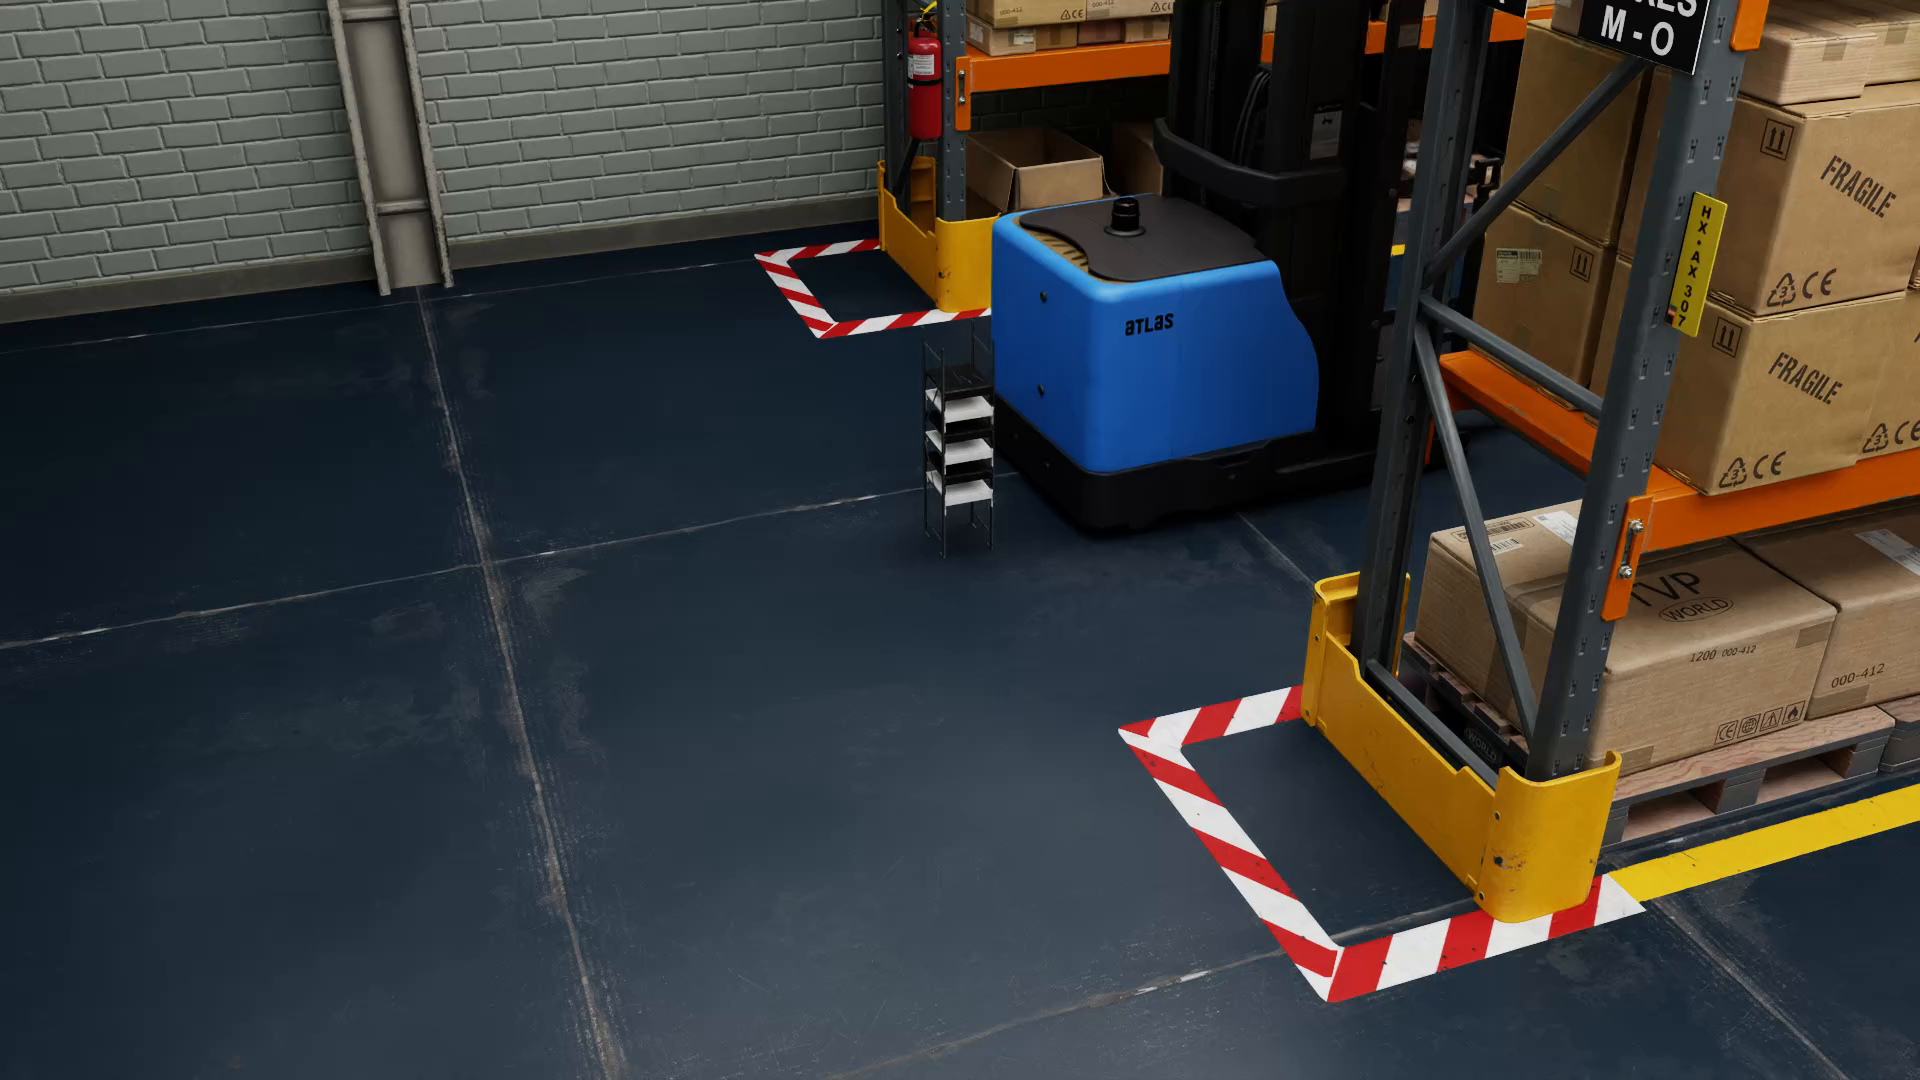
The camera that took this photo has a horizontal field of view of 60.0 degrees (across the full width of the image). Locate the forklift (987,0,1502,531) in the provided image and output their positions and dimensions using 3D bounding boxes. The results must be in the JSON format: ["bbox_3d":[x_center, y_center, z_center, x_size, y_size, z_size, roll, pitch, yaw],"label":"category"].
[{"bbox_3d":[1.681,-1.789,6.929,3.031,2.935,1.130,-13,32,-21],"label":"forklift"}]

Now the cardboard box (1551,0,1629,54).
[{"bbox_3d":[1.801,-1.405,4.420,0.250,0.149,0.380,-10,31,-17],"label":"cardboard box"}]

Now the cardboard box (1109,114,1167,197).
[{"bbox_3d":[1.221,-2.080,9.472,0.500,0.500,0.700,-9,31,-16],"label":"cardboard box"}]

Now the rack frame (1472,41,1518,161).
[{"bbox_3d":[3.549,-3.483,9.834,0.127,3.000,1.000,-10,31,-18],"label":"rack frame"}]

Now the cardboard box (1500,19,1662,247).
[{"bbox_3d":[1.903,-1.162,4.649,0.500,0.500,0.500,-9,31,-16],"label":"cardboard box"}]

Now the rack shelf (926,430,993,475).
[{"bbox_3d":[-0.008,-0.361,6.541,0.200,0.077,0.258,-10,31,-18],"label":"rack shelf"}]

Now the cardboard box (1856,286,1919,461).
[{"bbox_3d":[2.549,-0.584,4.644,0.500,0.500,0.500,-11,31,-18],"label":"cardboard box"}]

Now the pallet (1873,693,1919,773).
[{"bbox_3d":[3.398,0.338,5.944,1.213,0.211,1.003,-10,31,-18],"label":"pallet"}]

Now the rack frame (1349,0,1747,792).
[{"bbox_3d":[1.534,-0.491,4.581,0.127,3.000,1.000,-10,31,-18],"label":"rack frame"}]

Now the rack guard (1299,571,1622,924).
[{"bbox_3d":[1.512,0.600,5.192,0.348,0.500,1.175,-10,31,-18],"label":"rack guard"}]

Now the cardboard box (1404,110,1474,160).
[{"bbox_3d":[2.847,-2.493,10.388,0.500,0.311,0.500,-9,31,-16],"label":"cardboard box"}]

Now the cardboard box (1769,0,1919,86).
[{"bbox_3d":[2.185,-1.261,4.168,0.250,0.149,0.380,-10,31,-16],"label":"cardboard box"}]

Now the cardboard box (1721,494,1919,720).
[{"bbox_3d":[2.973,0.118,5.677,0.875,0.438,0.875,-10,31,-16],"label":"cardboard box"}]

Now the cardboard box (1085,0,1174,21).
[{"bbox_3d":[0.792,-2.897,8.656,0.500,0.250,0.500,-10,31,-17],"label":"cardboard box"}]

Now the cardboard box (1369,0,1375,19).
[{"bbox_3d":[2.101,-3.008,9.254,0.250,0.149,0.380,-10,31,-17],"label":"cardboard box"}]

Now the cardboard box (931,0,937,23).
[{"bbox_3d":[0.017,-2.865,9.003,0.250,0.149,0.380,-11,31,-18],"label":"cardboard box"}]

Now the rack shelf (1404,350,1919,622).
[{"bbox_3d":[3.409,-0.523,5.365,4.000,0.370,1.077,-10,31,-18],"label":"rack shelf"}]

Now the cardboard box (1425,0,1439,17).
[{"bbox_3d":[2.611,-3.058,9.341,0.250,0.149,0.380,-10,31,-16],"label":"cardboard box"}]

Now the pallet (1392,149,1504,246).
[{"bbox_3d":[2.905,-2.154,10.317,1.213,0.211,1.003,-10,31,-18],"label":"pallet"}]

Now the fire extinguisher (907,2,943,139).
[{"bbox_3d":[-0.177,-2.357,8.312,0.183,0.674,0.296,-10,31,-18],"label":"fire extinguisher"}]

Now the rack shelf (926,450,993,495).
[{"bbox_3d":[-0.008,-0.282,6.586,0.200,0.077,0.258,-10,31,-18],"label":"rack shelf"}]

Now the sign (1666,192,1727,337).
[{"bbox_3d":[1.722,-0.643,3.893,0.005,0.325,0.100,-10,31,-18],"label":"sign"}]

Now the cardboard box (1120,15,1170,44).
[{"bbox_3d":[0.919,-2.755,8.810,0.250,0.149,0.380,-9,31,-16],"label":"cardboard box"}]

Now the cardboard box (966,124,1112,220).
[{"bbox_3d":[0.406,-1.952,9.244,0.637,0.503,0.797,-12,32,-20],"label":"cardboard box"}]

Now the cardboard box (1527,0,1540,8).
[{"bbox_3d":[3.102,-3.147,9.497,0.250,0.149,0.380,-10,31,-16],"label":"cardboard box"}]

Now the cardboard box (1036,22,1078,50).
[{"bbox_3d":[0.426,-2.679,8.675,0.250,0.149,0.380,-10,31,-16],"label":"cardboard box"}]

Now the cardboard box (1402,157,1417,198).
[{"bbox_3d":[2.795,-2.184,9.891,0.258,0.266,0.396,-9,31,-16],"label":"cardboard box"}]

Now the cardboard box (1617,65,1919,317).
[{"bbox_3d":[2.084,-0.919,4.222,0.500,0.500,0.500,-11,32,-19],"label":"cardboard box"}]

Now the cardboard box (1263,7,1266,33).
[{"bbox_3d":[1.429,-2.812,8.910,0.250,0.149,0.380,-11,32,-19],"label":"cardboard box"}]

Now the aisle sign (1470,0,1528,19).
[{"bbox_3d":[1.359,-1.752,4.168,0.004,0.787,0.394,-10,31,-18],"label":"aisle sign"}]

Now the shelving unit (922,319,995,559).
[{"bbox_3d":[-0.008,-0.390,6.525,0.210,0.900,0.258,-10,31,-18],"label":"shelving unit"}]

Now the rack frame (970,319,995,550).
[{"bbox_3d":[0.088,-0.407,6.556,0.006,0.900,0.240,-10,31,-18],"label":"rack frame"}]

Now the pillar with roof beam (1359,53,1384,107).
[{"bbox_3d":[4.083,-4.391,5.366,0.400,9.000,9.100,-10,31,-18],"label":"pillar with roof beam"}]

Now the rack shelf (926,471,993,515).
[{"bbox_3d":[-0.008,-0.204,6.630,0.200,0.077,0.258,-10,31,-18],"label":"rack shelf"}]
